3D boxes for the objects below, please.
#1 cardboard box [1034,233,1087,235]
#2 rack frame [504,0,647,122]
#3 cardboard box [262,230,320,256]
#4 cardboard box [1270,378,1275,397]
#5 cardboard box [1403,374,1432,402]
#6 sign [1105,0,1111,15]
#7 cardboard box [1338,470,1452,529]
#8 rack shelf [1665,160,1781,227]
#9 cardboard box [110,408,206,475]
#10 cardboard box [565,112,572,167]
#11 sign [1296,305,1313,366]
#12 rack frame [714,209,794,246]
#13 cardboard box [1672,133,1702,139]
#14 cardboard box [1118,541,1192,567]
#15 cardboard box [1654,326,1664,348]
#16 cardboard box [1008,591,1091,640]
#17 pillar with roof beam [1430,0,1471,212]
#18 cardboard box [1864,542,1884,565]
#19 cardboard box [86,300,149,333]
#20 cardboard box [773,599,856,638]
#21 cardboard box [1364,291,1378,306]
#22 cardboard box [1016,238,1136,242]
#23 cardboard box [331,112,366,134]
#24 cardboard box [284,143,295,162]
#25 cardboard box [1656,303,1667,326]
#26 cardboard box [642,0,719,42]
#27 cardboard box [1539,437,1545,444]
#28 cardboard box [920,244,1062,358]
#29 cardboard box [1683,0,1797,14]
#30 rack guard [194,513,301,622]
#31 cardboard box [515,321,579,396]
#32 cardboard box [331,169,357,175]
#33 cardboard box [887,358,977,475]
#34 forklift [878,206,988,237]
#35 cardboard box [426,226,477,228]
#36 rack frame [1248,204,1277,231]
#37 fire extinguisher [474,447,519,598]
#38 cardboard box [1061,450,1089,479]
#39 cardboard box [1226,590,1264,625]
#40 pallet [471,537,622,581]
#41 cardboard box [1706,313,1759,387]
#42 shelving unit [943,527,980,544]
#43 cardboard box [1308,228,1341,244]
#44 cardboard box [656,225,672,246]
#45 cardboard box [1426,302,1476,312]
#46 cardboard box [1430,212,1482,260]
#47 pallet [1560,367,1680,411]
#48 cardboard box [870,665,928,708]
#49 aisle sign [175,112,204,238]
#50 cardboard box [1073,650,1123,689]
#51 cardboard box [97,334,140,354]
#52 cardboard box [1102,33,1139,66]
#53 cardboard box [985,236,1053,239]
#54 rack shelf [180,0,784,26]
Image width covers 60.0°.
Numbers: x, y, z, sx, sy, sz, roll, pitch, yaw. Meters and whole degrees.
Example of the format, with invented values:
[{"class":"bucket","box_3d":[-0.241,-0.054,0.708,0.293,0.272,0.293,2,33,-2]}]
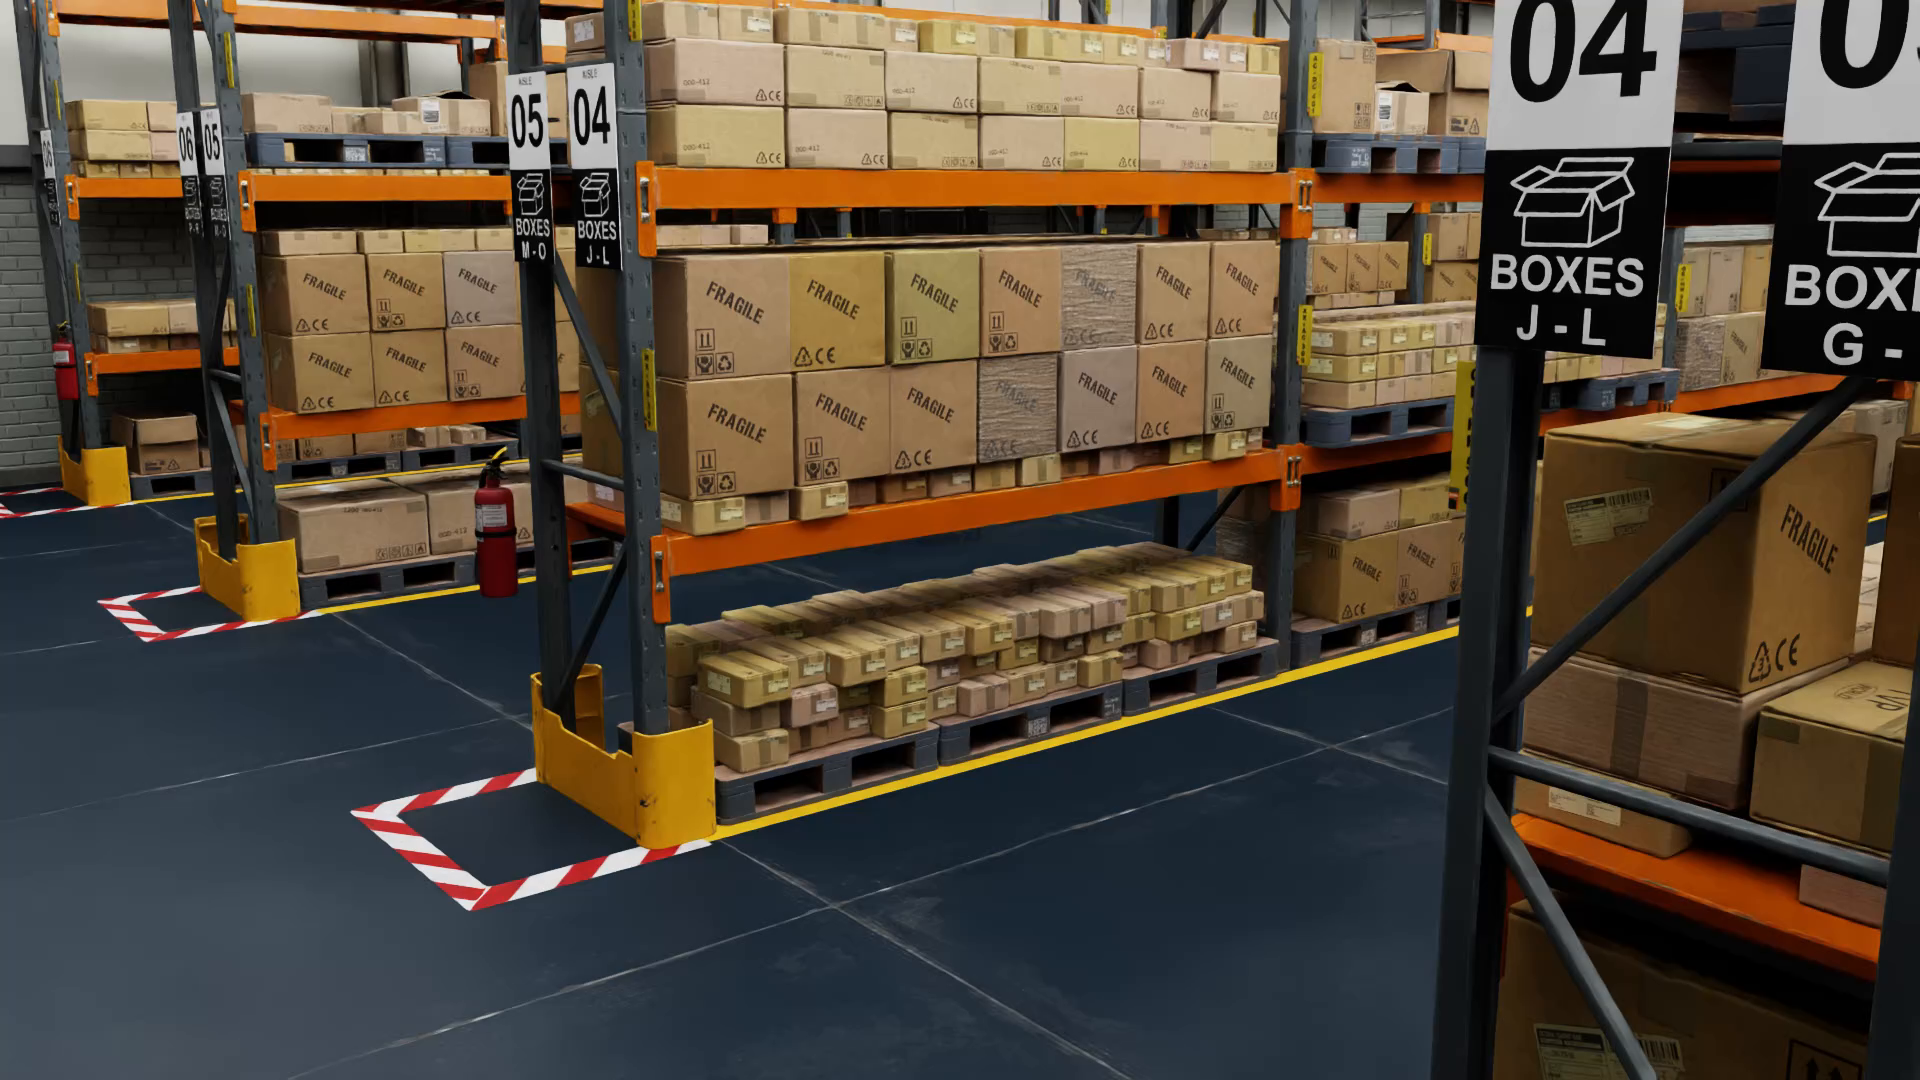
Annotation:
[{"class":"cardboard box","box_3d":[0.953,-2.607,15.538,0.500,0.500,0.500,-10,16,-40]},{"class":"rack frame","box_3d":[-1.585,-3.200,6.536,0.127,3.000,1.000,-9,15,-38]},{"class":"cardboard box","box_3d":[-4.306,-1.912,10.702,0.250,0.149,0.380,-9,15,-36]},{"class":"cardboard box","box_3d":[1.725,-0.951,9.979,0.250,0.149,0.380,-10,15,-39]},{"class":"cardboard box","box_3d":[2.544,-0.913,9.799,0.250,0.149,0.380,-9,15,-37]},{"class":"sign","box_3d":[1.859,-6.761,20.865,0.005,0.325,0.100,-9,15,-38]},{"class":"cardboard box","box_3d":[2.695,-0.257,10.318,0.500,0.250,0.500,-9,15,-36]},{"class":"rack shelf","box_3d":[2.996,-0.823,4.294,4.000,0.370,1.077,-9,15,-38]},{"class":"cardboard box","box_3d":[-7.323,-0.908,15.184,0.637,0.503,0.797,-10,16,-40]},{"class":"cardboard box","box_3d":[-1.395,-1.762,7.343,0.500,0.250,0.500,-10,15,-39]},{"class":"sign","box_3d":[1.883,-1.121,9.103,0.005,0.325,0.100,-9,15,-38]},{"class":"rack frame","box_3d":[-1.633,-1.575,13.322,0.127,3.000,1.000,-9,15,-38]},{"class":"cardboard box","box_3d":[5.023,-2.920,11.790,0.250,0.149,0.380,-10,16,-40]},{"class":"cardboard box","box_3d":[1.140,0.124,9.742,0.250,0.149,0.380,-9,15,-35]},{"class":"cardboard box","box_3d":[4.561,-1.394,11.349,0.250,0.149,0.380,-9,15,-37]},{"class":"cardboard box","box_3d":[0.451,0.383,8.524,0.250,0.149,0.380,-10,16,-40]},{"class":"pillar with roof beam","box_3d":[10.902,-7.007,24.462,0.400,9.000,9.100,-9,15,-38]},{"class":"cardboard box","box_3d":[2.845,0.174,4.734,0.500,0.250,0.500,-9,15,-38]},{"class":"cardboard box","box_3d":[-7.667,-2.035,15.136,0.500,0.250,0.500,-9,15,-36]},{"class":"cardboard box","box_3d":[-0.733,0.422,8.341,0.250,0.149,0.380,-10,16,-40]},{"class":"cardboard box","box_3d":[4.168,-2.552,17.520,0.250,0.149,0.380,-10,16,-39]},{"class":"cardboard box","box_3d":[0.639,-1.380,9.040,0.500,0.500,0.500,-10,16,-39]},{"class":"cardboard box","box_3d":[-4.184,-2.795,11.200,0.250,0.149,0.380,-11,16,-42]},{"class":"cardboard box","box_3d":[-6.162,-3.617,15.366,0.500,0.250,0.500,-10,15,-39]},{"class":"cardboard box","box_3d":[4.566,-1.539,11.318,0.250,0.149,0.380,-10,16,-40]},{"class":"cardboard box","box_3d":[-1.190,-2.104,6.793,0.250,0.149,0.380,-10,15,-38]},{"class":"cardboard box","box_3d":[3.972,-0.603,11.949,0.500,0.250,0.500,-10,16,-40]},{"class":"cardboard box","box_3d":[0.137,-1.162,8.013,0.500,0.500,0.500,-10,16,-39]},{"class":"cardboard box","box_3d":[1.807,-1.295,3.291,0.500,0.500,0.700,-11,16,-41]},{"class":"rack guard","box_3d":[-4.775,0.170,11.123,0.348,0.500,1.175,-9,15,-38]},{"class":"cardboard box","box_3d":[-3.035,-1.321,11.888,0.500,0.500,0.500,-9,15,-36]},{"class":"cardboard box","box_3d":[-5.856,-3.469,15.630,0.250,0.149,0.380,-9,15,-37]},{"class":"cardboard box","box_3d":[-0.269,-0.609,7.817,0.500,0.500,0.500,-9,15,-37]},{"class":"forklift","box_3d":[-0.278,-2.344,17.112,1.130,2.935,3.031,-1,12,-4]},{"class":"cardboard box","box_3d":[-3.639,-2.164,11.890,0.250,0.149,0.380,-9,15,-36]},{"class":"rack frame","box_3d":[4.634,-3.936,24.444,0.127,3.000,1.000,-9,15,-38]},{"class":"fire extinguisher","box_3d":[-2.070,-0.088,7.404,0.183,0.674,0.296,-9,15,-38]},{"class":"cardboard box","box_3d":[0.440,-0.417,8.475,0.250,0.149,0.380,-10,15,-38]},{"class":"cardboard box","box_3d":[1.491,0.351,9.389,0.250,0.149,0.380,-9,15,-37]},{"class":"pallet","box_3d":[-3.229,0.035,12.457,1.213,0.211,1.003,-9,15,-38]},{"class":"cardboard box","box_3d":[5.576,-1.434,12.418,0.500,0.500,0.500,-10,15,-38]},{"class":"shelving unit","box_3d":[0.011,-0.589,13.013,0.189,1.200,0.258,-9,15,-38]},{"class":"cardboard box","box_3d":[3.665,-3.102,16.988,0.250,0.149,0.380,-10,16,-40]},{"class":"cardboard box","box_3d":[-2.335,-2.255,12.318,0.250,0.149,0.380,-10,15,-38]},{"class":"cardboard box","box_3d":[3.360,-1.513,11.193,0.250,0.149,0.380,-9,15,-35]},{"class":"cardboard box","box_3d":[5.506,-3.381,18.465,0.500,0.500,0.700,-9,15,-37]},{"class":"pallet","box_3d":[4.172,-1.100,11.551,1.003,0.211,1.213,-9,15,-38]},{"class":"cardboard box","box_3d":[-0.362,0.663,7.920,0.250,0.149,0.380,-9,15,-36]},{"class":"aisle sign","box_3d":[-5.006,-2.368,10.801,0.004,0.787,0.394,-9,15,-38]},{"class":"cardboard box","box_3d":[0.637,0.645,8.723,0.250,0.149,0.380,-9,15,-38]},{"class":"cardboard box","box_3d":[-7.432,-1.735,14.685,0.250,0.149,0.380,-10,15,-38]},{"class":"cardboard box","box_3d":[0.656,-2.397,8.171,0.250,0.149,0.380,-10,16,-40]},{"class":"cardboard box","box_3d":[0.463,-2.391,14.518,0.500,0.500,0.500,-9,15,-38]},{"class":"rack shelf","box_3d":[-3.194,-3.702,11.593,4.000,0.370,1.077,-9,15,-38]}]
